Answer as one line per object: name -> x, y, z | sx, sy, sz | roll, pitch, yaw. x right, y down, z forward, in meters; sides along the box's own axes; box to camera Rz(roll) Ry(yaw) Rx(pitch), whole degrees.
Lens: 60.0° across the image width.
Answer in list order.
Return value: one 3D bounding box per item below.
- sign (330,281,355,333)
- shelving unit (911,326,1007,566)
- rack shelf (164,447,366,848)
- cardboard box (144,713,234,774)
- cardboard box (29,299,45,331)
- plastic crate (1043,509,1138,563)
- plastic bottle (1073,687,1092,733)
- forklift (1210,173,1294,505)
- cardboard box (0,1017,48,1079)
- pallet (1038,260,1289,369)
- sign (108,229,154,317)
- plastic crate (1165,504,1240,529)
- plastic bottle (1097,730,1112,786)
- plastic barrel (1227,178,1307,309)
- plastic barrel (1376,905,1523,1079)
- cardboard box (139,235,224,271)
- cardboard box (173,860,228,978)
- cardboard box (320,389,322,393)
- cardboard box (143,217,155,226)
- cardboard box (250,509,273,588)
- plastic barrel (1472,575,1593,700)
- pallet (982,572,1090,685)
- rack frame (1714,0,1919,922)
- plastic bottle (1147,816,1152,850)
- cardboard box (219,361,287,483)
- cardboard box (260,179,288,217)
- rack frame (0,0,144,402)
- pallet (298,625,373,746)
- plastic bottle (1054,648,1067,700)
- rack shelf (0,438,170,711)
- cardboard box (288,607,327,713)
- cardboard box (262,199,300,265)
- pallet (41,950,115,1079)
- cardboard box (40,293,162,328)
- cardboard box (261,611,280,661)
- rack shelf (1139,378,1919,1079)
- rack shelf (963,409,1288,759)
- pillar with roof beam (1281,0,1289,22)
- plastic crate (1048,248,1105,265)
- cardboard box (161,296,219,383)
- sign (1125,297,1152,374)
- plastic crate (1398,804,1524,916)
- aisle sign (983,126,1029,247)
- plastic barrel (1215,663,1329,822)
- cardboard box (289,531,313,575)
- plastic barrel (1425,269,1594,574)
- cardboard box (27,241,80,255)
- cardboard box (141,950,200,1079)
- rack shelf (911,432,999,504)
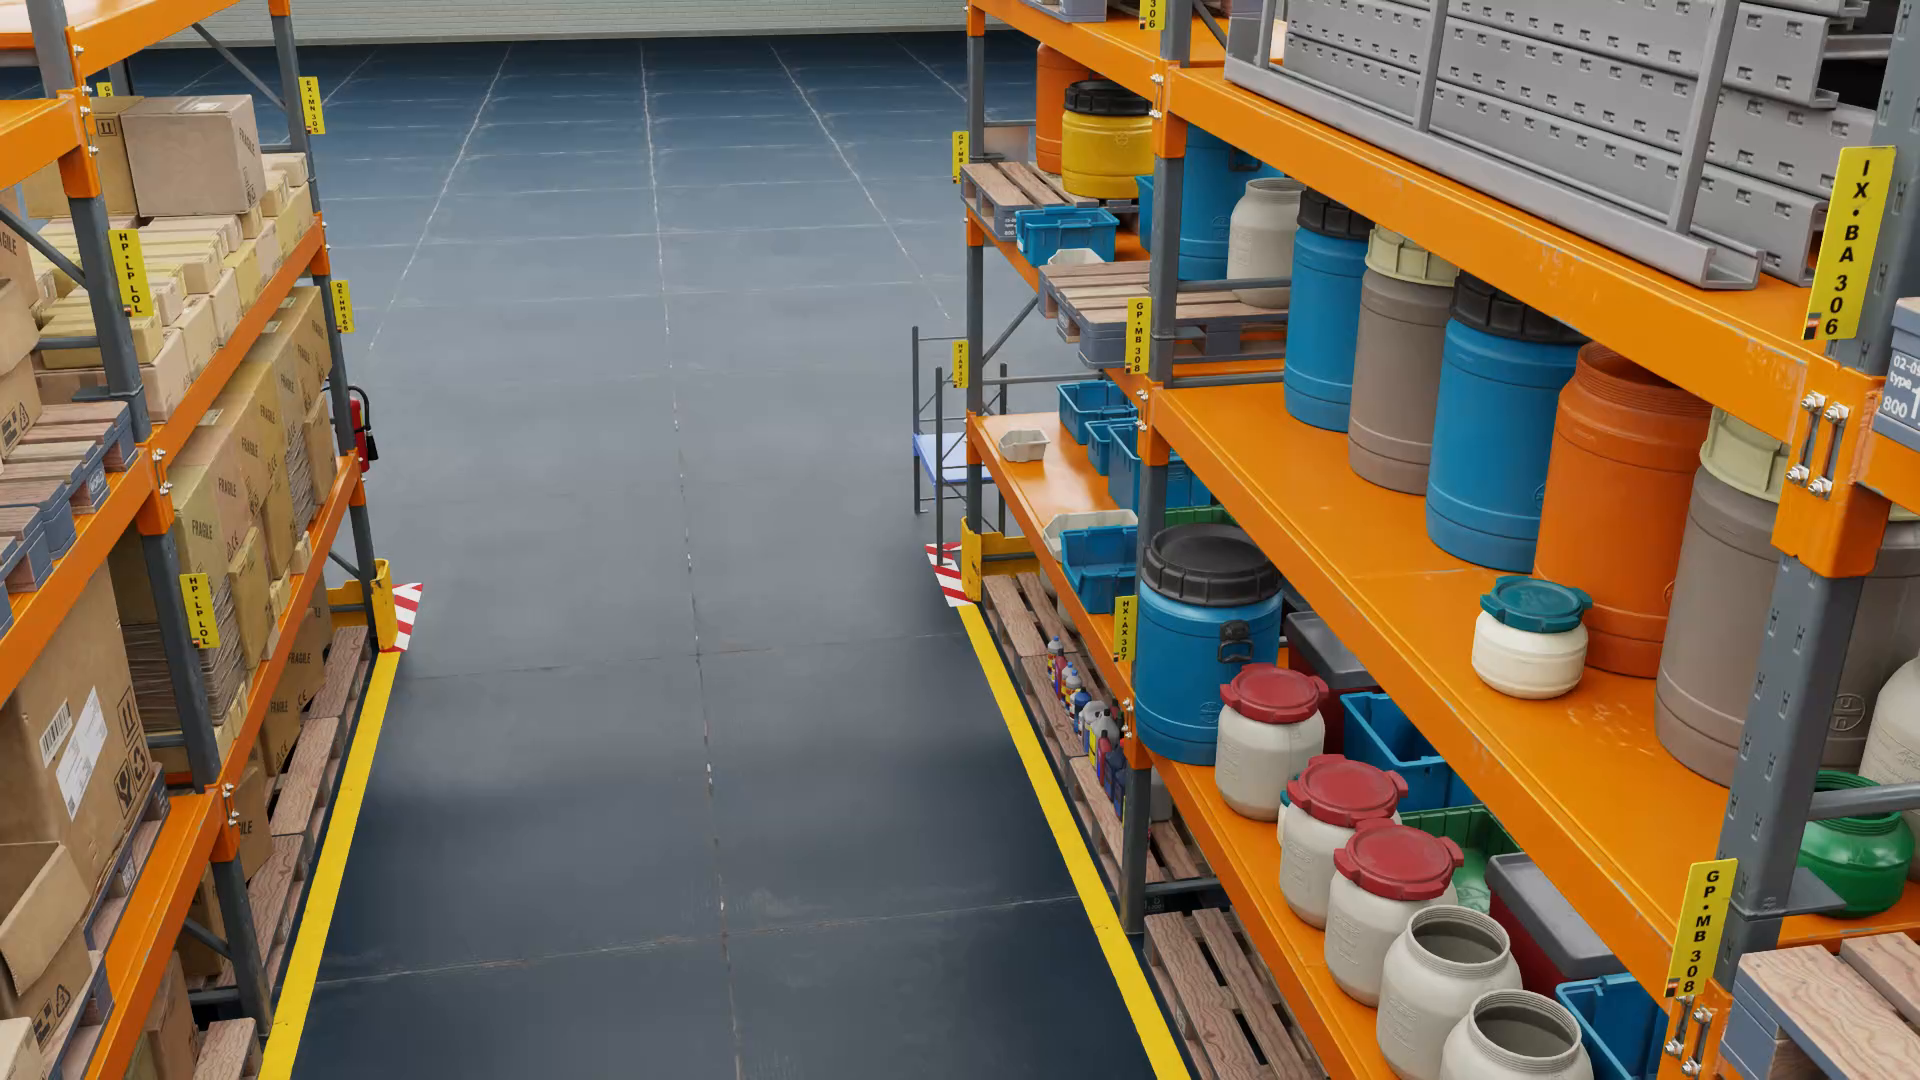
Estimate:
sign -> -3.772, -1.424, 10.163 | 0.100, 0.325, 0.005 | -4, 24, -10
shelving unit -> -0.016, -0.721, 12.269 | 0.538, 1.500, 1.048 | -4, 24, -10
rack shelf -> -3.952, 0.401, 8.725 | 1.077, 0.370, 4.000 | -4, 24, -10
cardboard box -> -3.326, 0.866, 7.075 | 0.380, 0.149, 0.250 | -4, 24, -10
cardboard box -> -3.886, -0.849, 6.630 | 0.380, 0.149, 0.250 | -4, 24, -9
plastic crate -> 0.736, -0.008, 9.091 | 0.530, 0.136, 0.437 | -4, 24, -10
plastic bottle -> 0.694, 0.957, 9.413 | 0.097, 0.271, 0.097 | 0, 24, 0
forklift -> 2.638, -1.780, 12.907 | 3.031, 2.935, 1.130 | -8, 25, -18
cardboard box -> -2.926, 1.632, 4.672 | 0.500, 0.250, 0.500 | -5, 24, -11
pallet -> 1.056, -1.073, 7.690 | 1.213, 0.211, 1.003 | -4, 24, -10
sign -> -3.037, -0.976, 6.095 | 0.100, 0.325, 0.005 | -4, 24, -10
plastic crate -> 1.312, 0.034, 8.932 | 0.450, 0.188, 0.662 | -4, 24, -10
plastic bottle -> 0.777, 1.166, 8.919 | 0.061, 0.283, 0.133 | -3, 24, -6
plastic barrel -> 1.399, -1.311, 7.334 | 0.421, 0.512, 0.421 | 0, 24, 0
plastic barrel -> 1.547, 1.459, 5.264 | 0.421, 0.512, 0.421 | 0, 24, 0
cardboard box -> -3.617, -1.291, 7.643 | 0.380, 0.149, 0.250 | -5, 24, -11
cardboard box -> -3.617, 1.651, 7.563 | 0.500, 0.500, 0.500 | -5, 24, -11
cardboard box -> -4.247, -0.679, 9.803 | 0.875, 0.500, 0.500 | -4, 24, -10
cardboard box -> -4.356, -1.671, 8.512 | 0.380, 0.149, 0.250 | -4, 24, -10
cardboard box -> -3.854, 0.106, 8.006 | 0.875, 0.500, 0.500 | -4, 24, -10
plastic barrel -> 1.561, 0.271, 4.550 | 0.301, 0.262, 0.301 | 0, 24, 0
pallet -> 0.751, 0.542, 10.987 | 1.003, 0.211, 1.213 | -4, 24, -10
rack frame -> 2.025, -0.684, 2.816 | 1.000, 3.000, 0.127 | -4, 24, -10
plastic bottle -> 0.912, 1.453, 8.365 | 0.097, 0.201, 0.097 | 0, 24, 0
cardboard box -> -3.704, -0.567, 8.297 | 0.500, 0.500, 0.500 | -4, 24, -10
cardboard box -> -3.803, -1.810, 8.831 | 0.380, 0.149, 0.250 | -4, 24, -9
rack frame -> -3.582, -1.891, 5.579 | 1.000, 3.000, 0.127 | -4, 24, -10
pallet -> -4.192, 0.915, 10.134 | 1.003, 0.211, 1.213 | -4, 24, -10
plastic bottle -> 0.599, 0.788, 9.785 | 0.061, 0.283, 0.133 | -4, 24, -9
rack shelf -> -3.212, 0.600, 4.522 | 1.077, 0.370, 4.000 | -4, 24, -10
cardboard box -> -4.078, 0.717, 9.701 | 0.500, 0.500, 0.500 | 2, 24, 4
cardboard box -> -3.888, -1.654, 8.972 | 0.500, 0.250, 0.500 | -4, 24, -9
pallet -> -3.248, 1.744, 4.992 | 1.003, 0.211, 1.213 | -4, 24, -10
cardboard box -> -3.455, -0.881, 6.703 | 0.380, 0.149, 0.250 | -5, 24, -12
cardboard box -> -3.494, 0.472, 7.978 | 0.380, 0.149, 0.250 | -4, 24, -10
rack shelf -> 1.656, 0.233, 5.362 | 1.077, 0.370, 4.000 | -4, 24, -10
rack shelf -> 0.916, 0.035, 9.564 | 1.077, 0.370, 4.000 | -4, 24, -10
pillar with roof beam -> 2.593, -13.474, 32.101 | 9.100, 9.000, 0.400 | -4, 24, -10
plastic crate -> 0.592, -1.364, 8.449 | 0.243, 0.136, 0.396 | -4, 24, -10
cardboard box -> -3.516, -0.851, 7.134 | 0.500, 0.250, 0.500 | -5, 24, -10
sign -> 0.743, -0.851, 6.934 | 0.100, 0.325, 0.005 | -4, 24, -10
plastic crate -> 1.885, 1.253, 6.141 | 0.450, 0.188, 0.662 | -4, 24, -10
aisle sign -> 0.245, -2.280, 10.717 | 0.394, 0.787, 0.004 | -4, 24, -10
plastic barrel -> 1.247, 0.822, 6.693 | 0.433, 0.535, 0.433 | 0, 24, 0
cardboard box -> -3.685, 0.079, 8.878 | 0.380, 0.149, 0.250 | -4, 24, -10
plastic barrel -> 1.835, -0.414, 5.319 | 0.600, 0.901, 0.708 | -4, 24, -10
cardboard box -> -4.175, -1.255, 7.560 | 0.380, 0.149, 0.250 | -3, 24, -7
cardboard box -> -3.489, 2.045, 6.636 | 0.700, 0.500, 0.500 | -6, 24, -14
rack shelf -> -0.016, -0.556, 12.341 | 0.538, 0.185, 1.000 | -4, 24, -10
